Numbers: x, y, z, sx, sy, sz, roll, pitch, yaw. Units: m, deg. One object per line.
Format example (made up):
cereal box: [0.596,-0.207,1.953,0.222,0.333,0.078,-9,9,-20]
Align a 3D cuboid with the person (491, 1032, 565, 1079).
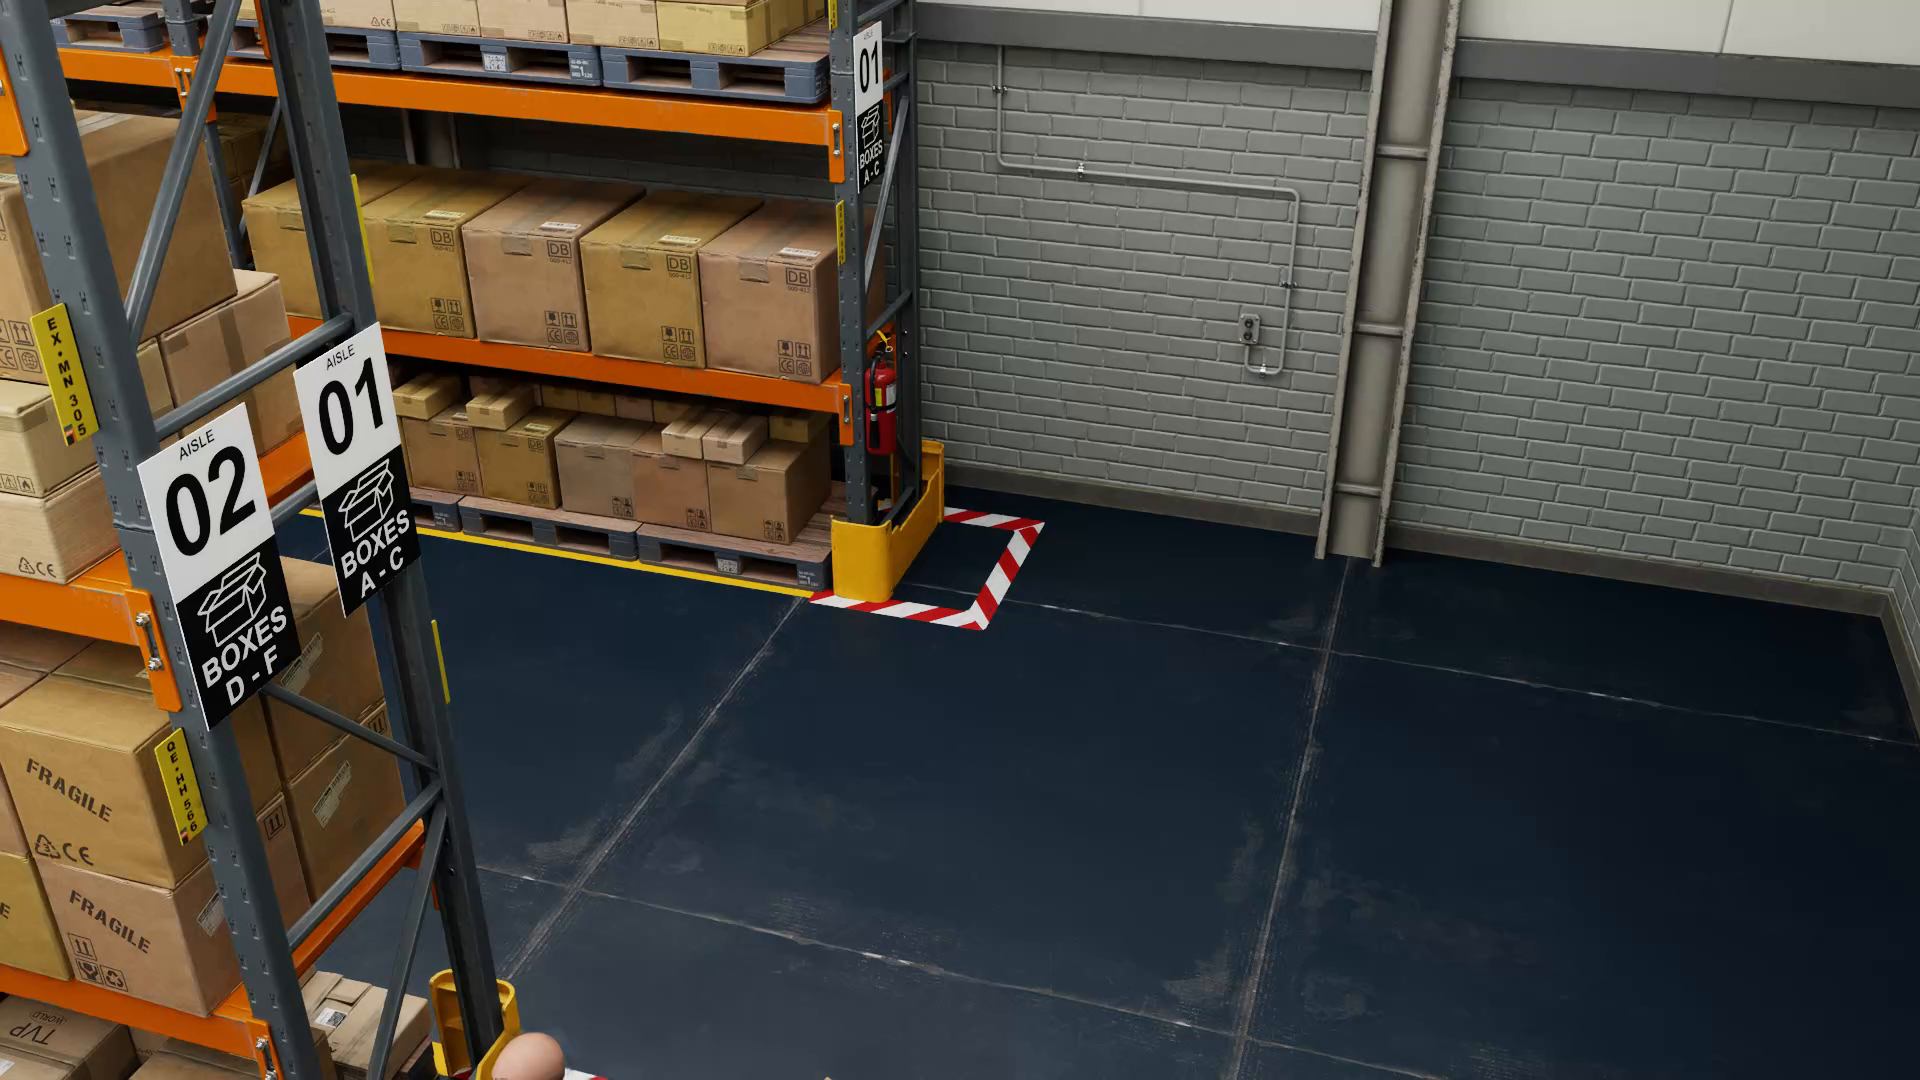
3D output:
person: [-1.180,2.117,4.715,0.536,1.669,1.022,10,31,18]
